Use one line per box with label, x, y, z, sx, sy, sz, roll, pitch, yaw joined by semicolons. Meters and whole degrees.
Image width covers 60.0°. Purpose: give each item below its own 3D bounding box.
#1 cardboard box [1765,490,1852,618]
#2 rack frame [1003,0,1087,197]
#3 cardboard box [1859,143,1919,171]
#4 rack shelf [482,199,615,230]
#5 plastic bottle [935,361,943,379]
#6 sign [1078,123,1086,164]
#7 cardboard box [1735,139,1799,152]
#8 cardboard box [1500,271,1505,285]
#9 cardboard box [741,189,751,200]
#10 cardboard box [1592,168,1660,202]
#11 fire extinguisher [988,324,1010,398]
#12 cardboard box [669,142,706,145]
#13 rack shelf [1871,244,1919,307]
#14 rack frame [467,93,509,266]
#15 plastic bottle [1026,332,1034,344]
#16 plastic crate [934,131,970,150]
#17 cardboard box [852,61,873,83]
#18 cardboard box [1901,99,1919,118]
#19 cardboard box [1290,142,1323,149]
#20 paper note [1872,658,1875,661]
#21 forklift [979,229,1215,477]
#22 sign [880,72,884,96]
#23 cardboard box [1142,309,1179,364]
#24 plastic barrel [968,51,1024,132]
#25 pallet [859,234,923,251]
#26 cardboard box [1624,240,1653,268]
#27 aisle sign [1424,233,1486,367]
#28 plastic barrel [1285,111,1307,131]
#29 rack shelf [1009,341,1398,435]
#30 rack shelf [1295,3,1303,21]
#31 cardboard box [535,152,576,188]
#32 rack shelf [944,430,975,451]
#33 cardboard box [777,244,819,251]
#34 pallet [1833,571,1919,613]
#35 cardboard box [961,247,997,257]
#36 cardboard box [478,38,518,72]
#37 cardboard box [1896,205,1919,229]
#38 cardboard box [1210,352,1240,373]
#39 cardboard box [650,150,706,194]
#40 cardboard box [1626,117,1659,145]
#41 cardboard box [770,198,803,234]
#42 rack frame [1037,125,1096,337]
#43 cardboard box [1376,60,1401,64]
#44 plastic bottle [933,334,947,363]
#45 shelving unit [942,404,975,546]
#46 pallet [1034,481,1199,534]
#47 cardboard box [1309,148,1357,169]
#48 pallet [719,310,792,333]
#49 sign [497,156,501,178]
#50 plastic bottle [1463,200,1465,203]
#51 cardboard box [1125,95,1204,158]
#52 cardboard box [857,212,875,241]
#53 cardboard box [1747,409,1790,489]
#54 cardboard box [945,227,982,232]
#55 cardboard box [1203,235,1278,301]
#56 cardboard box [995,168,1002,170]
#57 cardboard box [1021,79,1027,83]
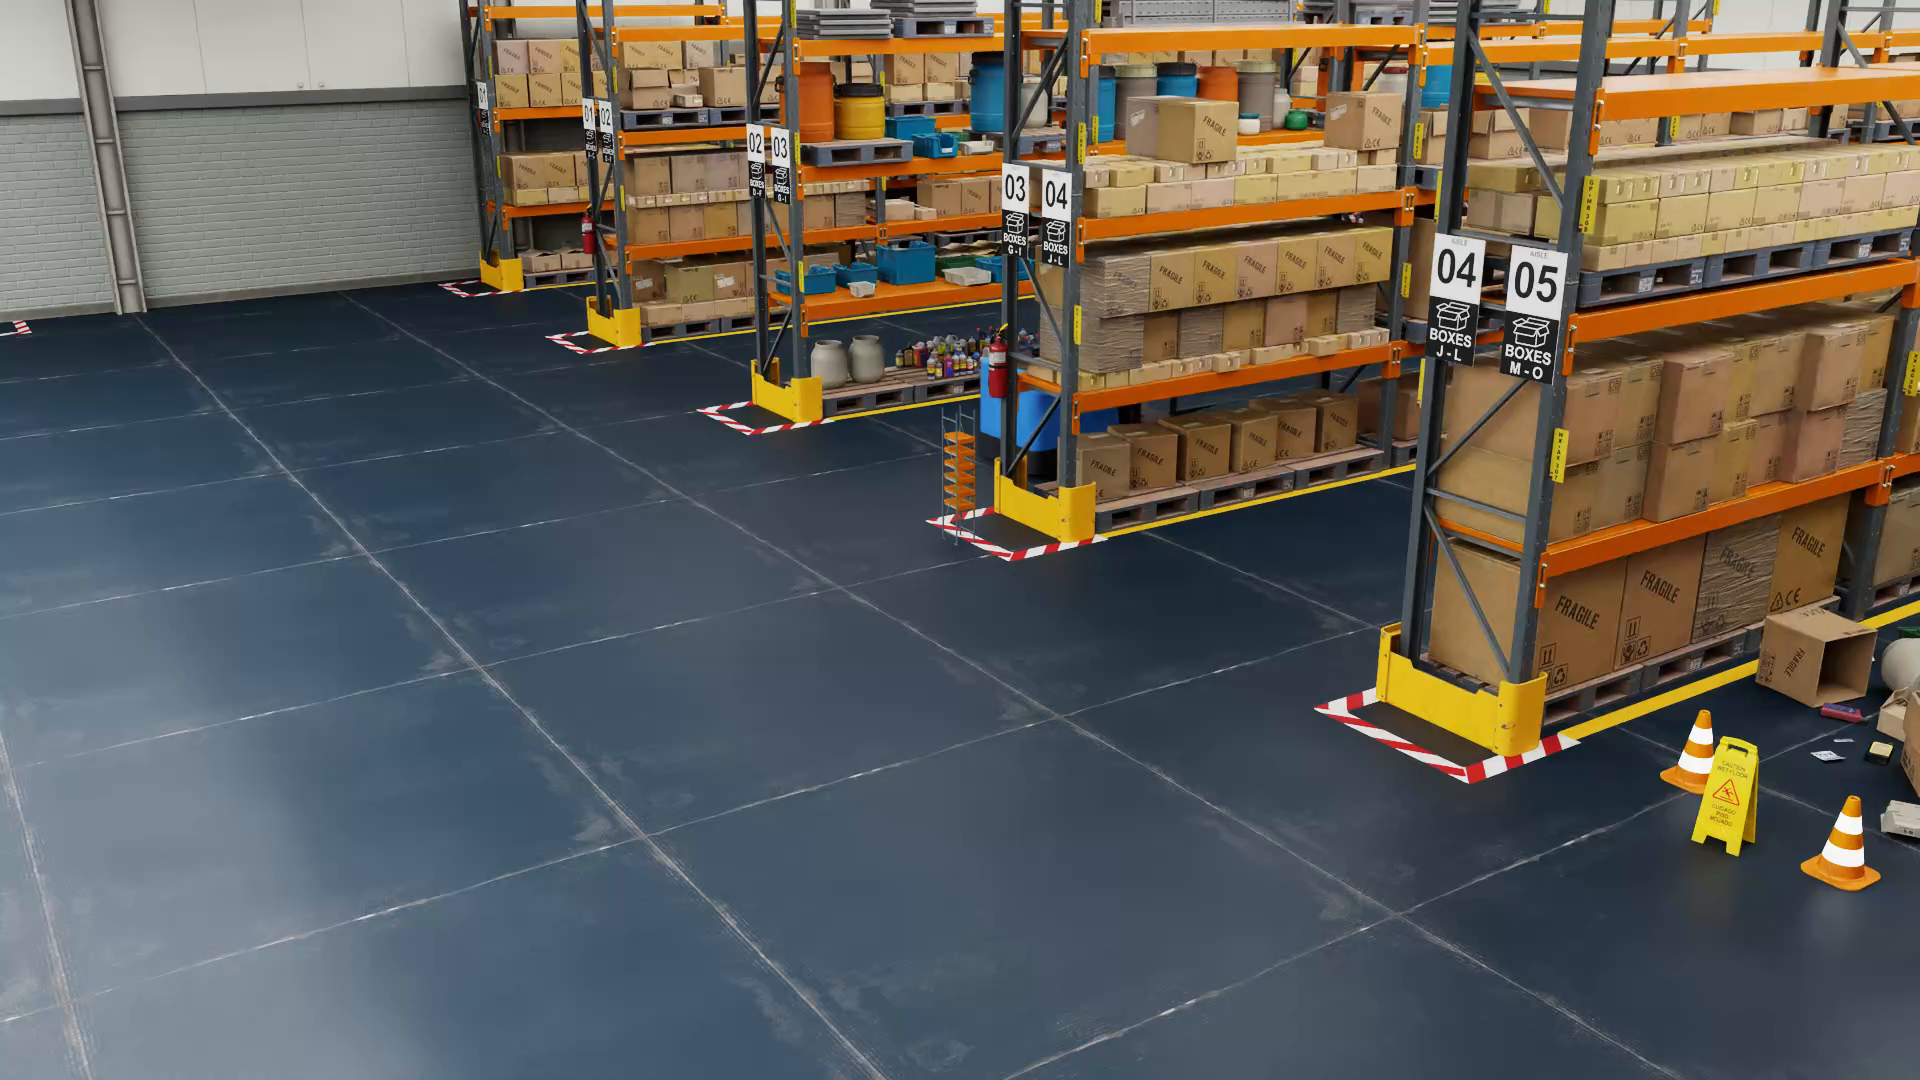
cardboard box;6.117;-0.020;12.783;0.875;0.875;0.875;-12;22;-31
rack frame;0.696;-4.402;13.714;0.127;3.000;1.000;-12;22;-31
cardboard box;6.550;-2.696;11.688;0.250;0.149;0.380;-12;22;-32
rack shelf;-5.806;-5.546;27.589;4.000;0.370;1.077;-12;22;-31
plastic bottle;-0.256;-2.022;19.723;0.097;0.201;0.097;0;19;0
sign;0.995;-3.250;13.625;0.005;0.325;0.100;-12;22;-31
cardboard box;5.766;-2.783;11.945;0.250;0.149;0.380;-12;22;-32
cardboard box;5.434;-2.842;17.652;0.637;0.503;0.797;-9;21;-26
cardboard box;-3.018;-4.847;23.229;0.250;0.149;0.380;-12;22;-31
cardboard box;4.004;-2.159;10.099;0.250;0.149;0.380;-12;22;-31
fire extinguisher;0.347;-1.626;14.992;0.183;0.674;0.296;-12;22;-31
cardboard box;-4.643;-6.506;28.337;0.500;0.500;0.500;-13;22;-33
rack shelf;8.351;-2.352;13.459;4.000;0.370;1.077;-12;22;-31
rack frame;-7.476;-5.535;26.432;0.127;3.000;1.000;-12;22;-31
plastic bottle;0.854;-2.391;20.582;0.185;0.351;0.144;-12;22;-31
plastic crate;-0.154;-4.705;19.625;0.450;0.188;0.336;-12;22;-31
cardboard box;-1.929;-8.220;29.498;0.637;0.503;0.797;-9;20;-24
cardboard box;11.791;-5.636;21.079;0.500;0.500;0.700;-11;21;-29
cardboard box;3.411;-3.763;16.121;0.250;0.149;0.380;-13;23;-34
paper note;6.617;0.847;12.191;0.147;0.020;0.142;5;19;16
forklift;1.713;-2.349;17.116;3.031;2.935;1.130;-12;22;-31
sign;-1.102;-6.470;23.585;0.005;0.325;0.100;-12;22;-31
cardboard box;1.522;-1.958;15.232;0.500;0.500;0.875;-12;22;-31
plastic barrel;0.423;-5.300;19.616;0.708;0.901;0.600;-12;22;-31
pallet;-1.448;-5.485;30.641;1.213;0.211;1.003;-12;22;-31
cardboard box;4.015;-1.783;10.233;0.250;0.149;0.380;-12;22;-31
aisle sign;3.116;-1.515;10.482;0.004;0.787;0.394;-12;22;-31
plastic barrel;4.476;-5.584;22.137;0.294;0.245;0.294;0;19;0
rack shelf;2.367;-1.571;15.832;4.000;0.370;1.077;-12;22;-31
rack shelf;6.944;-9.176;28.964;4.000;0.370;1.077;-12;22;-31
cardboard box;-6.494;-5.916;26.593;0.500;0.500;0.500;-12;22;-31
rack shelf;-0.013;-0.865;14.444;0.180;0.103;0.258;-12;22;-31
cardboard box;-2.381;-4.078;24.591;0.500;0.500;0.500;-12;22;-31
pallet;7.284;0.245;13.690;1.213;0.211;1.003;-12;22;-31
cardboard box;0.357;-4.354;25.702;0.500;0.311;0.500;-11;22;-30
cardboard box;-7.260;-7.632;26.204;0.500;0.500;0.500;-11;21;-29
cardboard box;6.552;-2.318;11.816;0.250;0.149;0.380;-12;22;-32
cardboard box;2.372;-1.666;15.380;0.250;0.149;0.380;-12;22;-31
cardboard box;-3.871;-5.054;22.830;0.500;0.500;0.700;-13;22;-33
cardboard box;7.117;-4.523;17.820;0.500;0.500;0.500;-11;22;-30
cardboard box;-2.633;-4.700;23.808;0.500;0.500;0.700;-12;22;-31
rack frame;1.313;-3.589;20.678;0.127;3.000;1.000;-12;22;-31
cardboard box;7.371;-8.693;29.375;0.500;0.500;0.700;-12;22;-31
plastic bottle;-0.257;-2.371;20.523;0.185;0.351;0.144;-11;22;-29
shelving unit;-0.012;-0.566;14.545;0.189;1.200;0.258;-12;22;-31
pallet;1.458;-0.386;15.557;1.213;0.211;1.003;-12;22;-31
cardboard box;3.489;-3.579;15.575;0.250;0.149;0.380;-13;23;-34
pallet;-3.115;-3.249;24.025;1.213;0.211;1.003;-12;22;-31
sign;-7.178;-5.800;25.864;0.005;0.325;0.100;-12;22;-31
plastic bottle;7.488;-4.993;24.906;0.185;0.351;0.144;-12;22;-31
cardboard box;1.852;-3.747;15.059;0.500;0.500;0.500;-12;22;-31
cardboard box;-1.862;-5.768;30.337;0.500;0.500;0.700;-12;22;-31
cardboard box;5.416;-0.756;12.064;0.550;0.550;0.875;-12;22;-31
cardboard box;-0.109;-6.219;31.157;0.750;0.750;0.750;-12;22;-32
cardboard box;2.558;-2.510;15.304;0.500;0.500;0.500;-12;22;-31
cardboard box;0.667;-7.064;31.318;0.250;0.149;0.380;-12;22;-31
cardboard box;0.673;-6.878;25.302;0.500;0.250;0.500;-12;22;-32
